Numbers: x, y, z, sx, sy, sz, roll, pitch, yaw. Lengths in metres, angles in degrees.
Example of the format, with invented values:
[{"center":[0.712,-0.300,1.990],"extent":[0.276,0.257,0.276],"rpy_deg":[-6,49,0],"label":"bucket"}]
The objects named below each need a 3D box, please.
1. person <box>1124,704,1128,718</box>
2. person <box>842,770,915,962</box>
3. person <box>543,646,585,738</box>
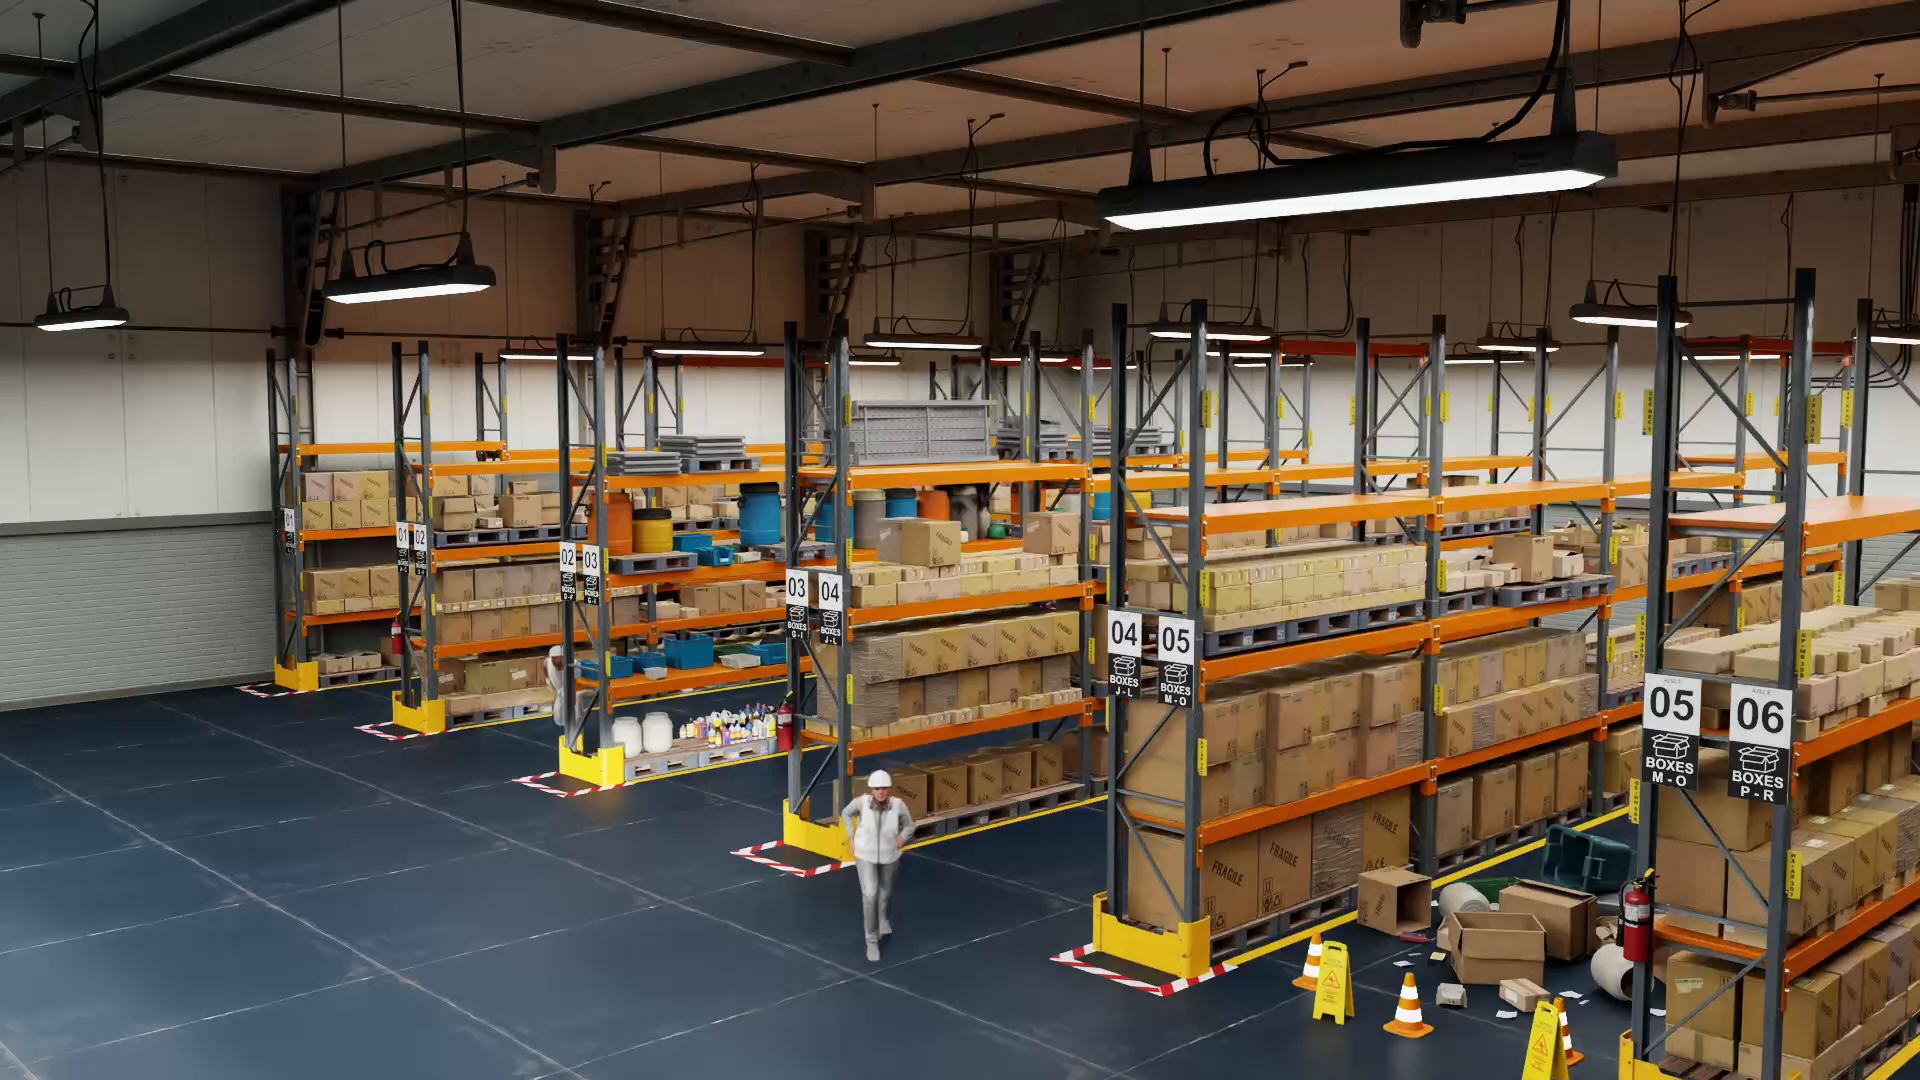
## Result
[{"center":[2.632,2.122,25.067],"extent":[0.709,1.762,0.799],"rpy_deg":[5,7,44],"label":"person"},{"center":[-0.759,2.974,15.526],"extent":[0.677,1.771,0.907],"rpy_deg":[-1,5,-7],"label":"person"},{"center":[-5.768,2.285,24.148],"extent":[0.715,1.590,0.820],"rpy_deg":[1,5,14],"label":"person"}]
